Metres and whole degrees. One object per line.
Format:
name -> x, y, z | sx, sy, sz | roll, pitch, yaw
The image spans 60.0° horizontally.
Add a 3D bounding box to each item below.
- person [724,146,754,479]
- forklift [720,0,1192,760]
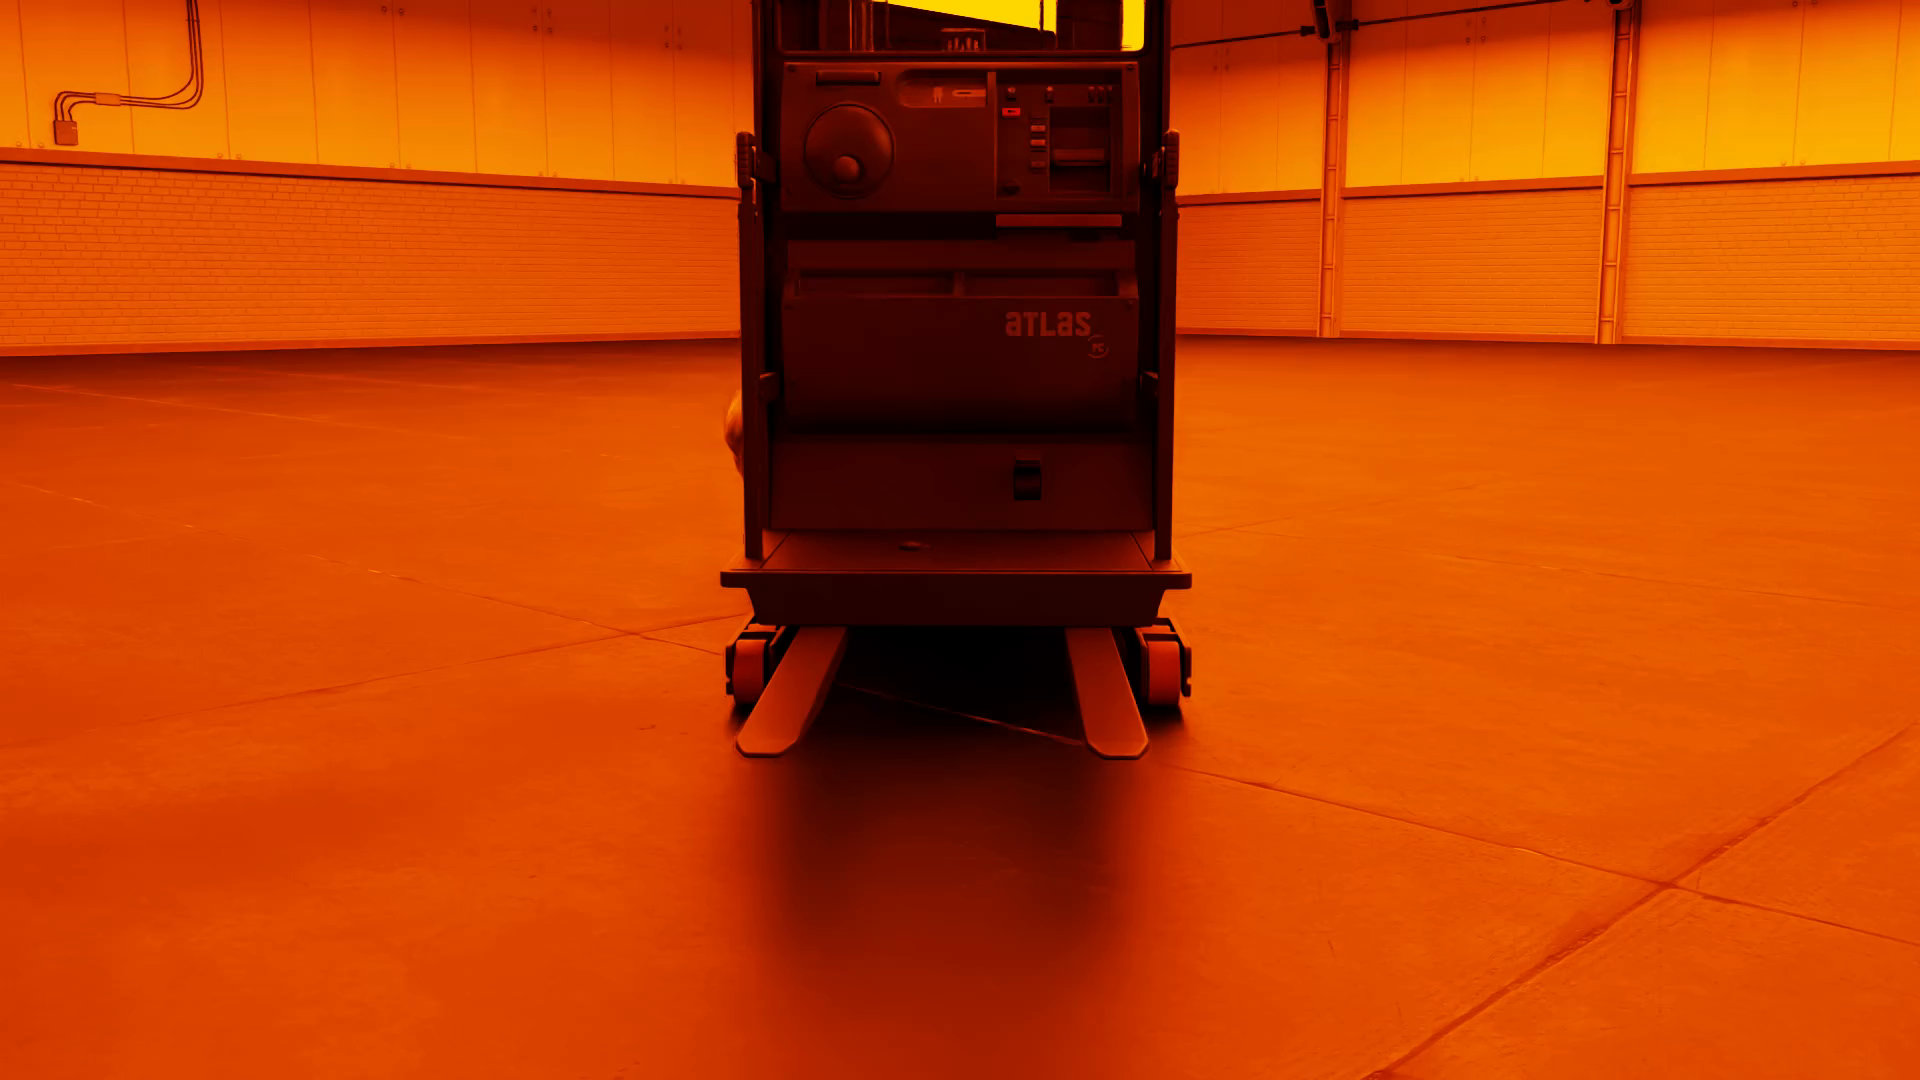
person -> -0.535, -0.762, 6.428 | 0.818, 1.630, 1.015 | -3, 9, -19
forklift -> -0.001, -1.091, 4.117 | 1.130, 2.935, 3.031 | 0, 9, 1
